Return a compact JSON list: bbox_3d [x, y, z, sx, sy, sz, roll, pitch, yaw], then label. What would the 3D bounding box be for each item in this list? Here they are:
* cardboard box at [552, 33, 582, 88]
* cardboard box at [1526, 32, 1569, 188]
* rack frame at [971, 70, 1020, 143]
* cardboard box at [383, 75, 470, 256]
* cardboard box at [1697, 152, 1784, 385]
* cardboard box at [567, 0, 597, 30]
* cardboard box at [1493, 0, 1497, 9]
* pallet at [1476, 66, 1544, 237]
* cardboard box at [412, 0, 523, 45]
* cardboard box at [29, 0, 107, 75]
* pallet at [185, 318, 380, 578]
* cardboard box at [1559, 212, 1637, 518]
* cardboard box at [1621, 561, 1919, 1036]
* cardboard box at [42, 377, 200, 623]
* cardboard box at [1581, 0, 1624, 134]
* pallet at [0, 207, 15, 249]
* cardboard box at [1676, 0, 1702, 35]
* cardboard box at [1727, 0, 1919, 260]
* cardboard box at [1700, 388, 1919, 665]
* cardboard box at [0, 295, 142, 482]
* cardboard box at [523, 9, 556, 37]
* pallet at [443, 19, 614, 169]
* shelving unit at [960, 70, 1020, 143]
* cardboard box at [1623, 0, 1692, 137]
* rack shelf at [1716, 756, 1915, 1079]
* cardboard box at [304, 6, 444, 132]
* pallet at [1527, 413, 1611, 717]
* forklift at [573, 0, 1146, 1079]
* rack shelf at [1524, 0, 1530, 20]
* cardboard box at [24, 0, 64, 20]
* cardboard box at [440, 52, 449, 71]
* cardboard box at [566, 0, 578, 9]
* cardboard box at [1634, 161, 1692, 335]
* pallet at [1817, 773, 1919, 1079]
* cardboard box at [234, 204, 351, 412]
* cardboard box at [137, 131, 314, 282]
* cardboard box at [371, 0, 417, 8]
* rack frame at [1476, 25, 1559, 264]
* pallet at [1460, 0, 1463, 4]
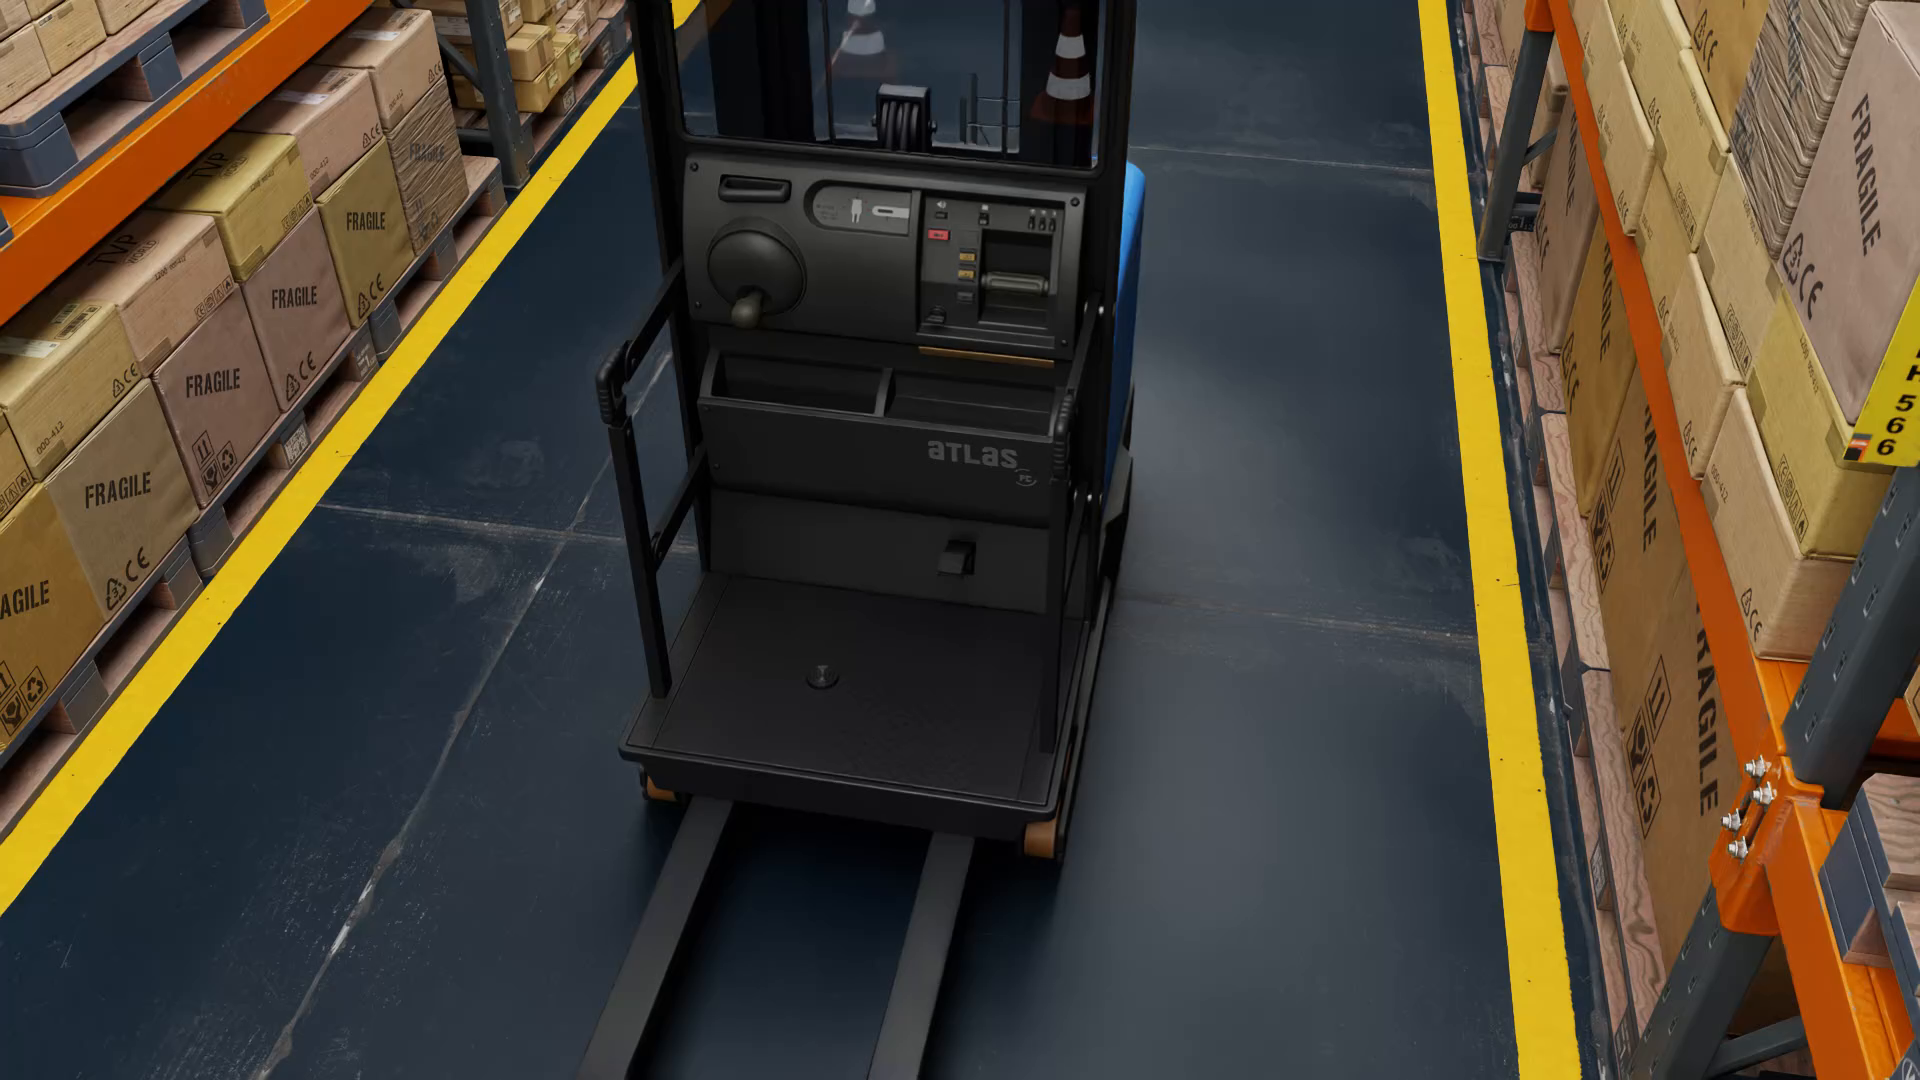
[{"bbox_3d":[-1.915,-2.146,7.399,0.380,0.149,0.250,8,40,9],"label":"cardboard box"},{"bbox_3d":[2.766,-1.797,6.750,0.875,0.438,0.875,6,40,7],"label":"cardboard box"},{"bbox_3d":[0.153,-0.967,5.478,0.240,1.200,0.006,7,40,8],"label":"rack frame"},{"bbox_3d":[-2.221,-1.429,6.256,0.500,0.500,0.500,6,40,7],"label":"cardboard box"},{"bbox_3d":[1.779,-0.519,3.249,0.500,0.250,0.500,5,40,7],"label":"cardboard box"},{"bbox_3d":[-1.929,-2.472,7.794,0.380,0.149,0.250,6,40,7],"label":"cardboard box"},{"bbox_3d":[3.078,-2.924,8.114,0.875,0.438,0.875,7,40,9],"label":"cardboard box"},{"bbox_3d":[2.761,-1.634,7.061,1.003,0.211,1.213,6,40,8],"label":"pallet"},{"bbox_3d":[-2.077,-2.208,7.008,0.380,0.149,0.250,8,40,9],"label":"cardboard box"},{"bbox_3d":[-2.529,-1.368,4.418,0.380,0.149,0.250,7,40,8],"label":"cardboard box"},{"bbox_3d":[-2.683,-0.391,5.558,1.003,0.211,1.213,6,40,8],"label":"pallet"},{"bbox_3d":[2.375,-0.618,4.981,0.875,0.875,0.875,7,40,9],"label":"cardboard box"},{"bbox_3d":[2.061,0.503,3.626,0.875,0.875,0.875,6,40,7],"label":"cardboard box"},{"bbox_3d":[-2.576,-0.142,4.700,0.500,0.500,0.500,7,40,8],"label":"cardboard box"},{"bbox_3d":[2.024,-1.291,4.575,0.500,0.250,0.500,6,40,7],"label":"cardboard box"},{"bbox_3d":[-3.015,-0.597,3.769,1.213,0.211,1.003,6,40,8],"label":"pallet"},{"bbox_3d":[1.960,-1.458,3.796,0.500,0.500,0.500,6,40,7],"label":"cardboard box"},{"bbox_3d":[1.772,-0.830,3.037,0.500,0.500,0.500,7,40,8],"label":"cardboard box"},{"bbox_3d":[1.692,-0.018,3.036,0.500,0.250,0.500,5,40,6],"label":"cardboard box"},{"bbox_3d":[-2.587,-0.424,4.453,0.500,0.250,0.500,6,40,7],"label":"cardboard box"},{"bbox_3d":[-2.007,-2.261,7.305,0.380,0.149,0.250,7,40,8],"label":"cardboard box"},{"bbox_3d":[-2.259,-2.073,7.592,1.003,0.211,1.213,6,40,8],"label":"pallet"},{"bbox_3d":[0.136,-0.910,5.408,0.258,1.200,0.189,7,40,8],"label":"shelving unit"},{"bbox_3d":[1.937,-1.168,4.034,0.500,0.250,0.500,5,40,6],"label":"cardboard box"},{"bbox_3d":[1.514,1.803,1.280,1.077,0.370,4.000,6,40,8],"label":"rack shelf"},{"bbox_3d":[-2.221,-1.715,6.014,0.500,0.250,0.500,5,40,6],"label":"cardboard box"},{"bbox_3d":[2.284,0.095,4.970,1.003,0.211,1.213,6,40,8],"label":"pallet"},{"bbox_3d":[-0.221,-0.574,3.644,1.130,2.935,3.031,7,40,8],"label":"forklift"},{"bbox_3d":[2.898,-3.218,7.353,1.077,0.370,4.000,6,40,8],"label":"rack shelf"},{"bbox_3d":[-2.530,-1.482,4.322,0.380,0.149,0.250,6,40,7],"label":"cardboard box"},{"bbox_3d":[-2.481,-2.223,7.493,0.380,0.149,0.250,7,40,9],"label":"cardboard box"},{"bbox_3d":[-1.951,-2.587,7.700,0.380,0.149,0.250,4,40,5],"label":"cardboard box"},{"bbox_3d":[1.868,-0.655,3.806,0.500,0.250,0.500,6,40,7],"label":"cardboard box"},{"bbox_3d":[1.841,0.803,2.075,1.213,0.211,1.003,6,40,8],"label":"pallet"},{"bbox_3d":[-2.403,-0.785,5.478,0.500,0.500,0.500,6,40,7],"label":"cardboard box"},{"bbox_3d":[-2.400,-1.060,5.222,0.500,0.250,0.500,5,40,6],"label":"cardboard box"},{"bbox_3d":[-2.536,-2.267,7.079,0.380,0.149,0.250,7,40,9],"label":"cardboard box"},{"bbox_3d":[2.552,-2.240,5.606,1.000,3.000,0.127,6,40,8],"label":"rack frame"},{"bbox_3d":[3.183,-3.165,8.913,1.003,0.211,1.213,6,40,8],"label":"pallet"}]
